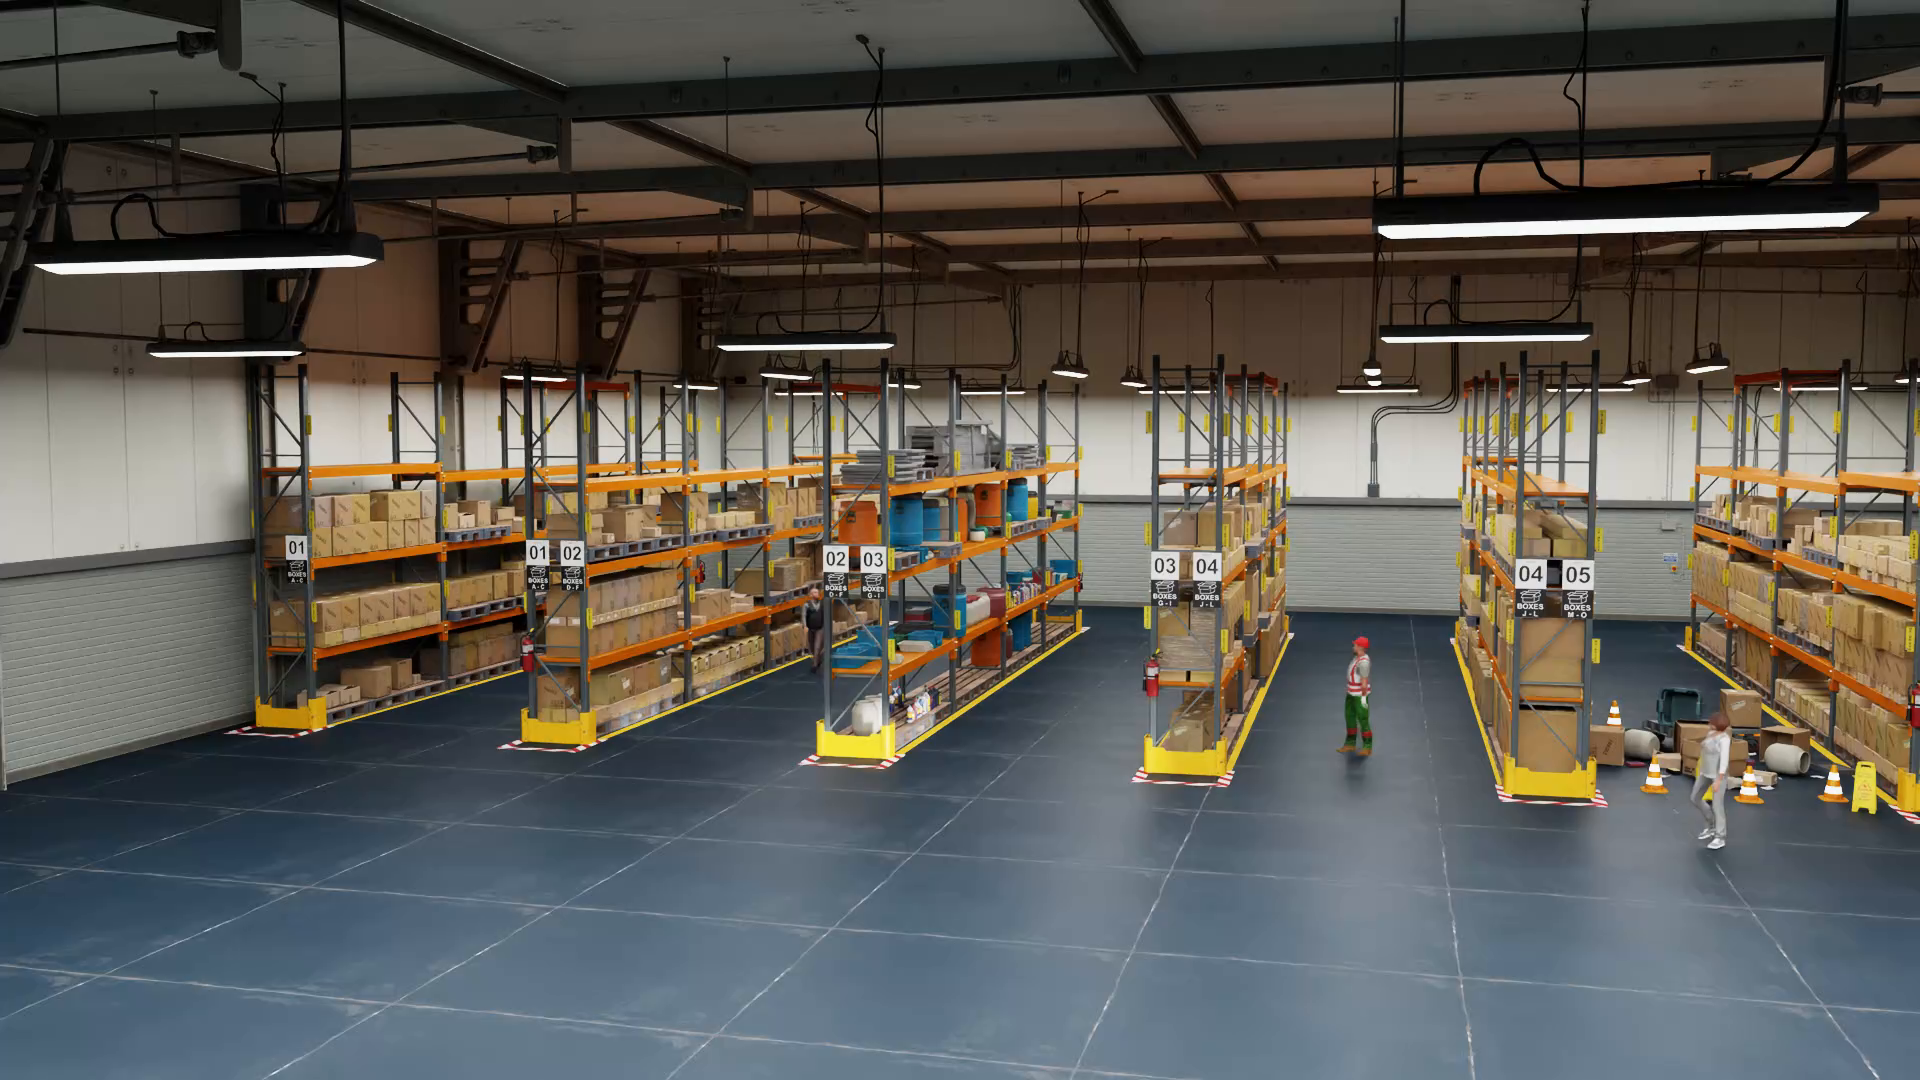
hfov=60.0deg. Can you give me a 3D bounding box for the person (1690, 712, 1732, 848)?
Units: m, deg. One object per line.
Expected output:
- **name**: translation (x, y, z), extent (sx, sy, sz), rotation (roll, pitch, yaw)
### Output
- **person**: translation (8.975, 2.831, 19.800), extent (0.383, 1.601, 0.510), rotation (-1, 4, -14)

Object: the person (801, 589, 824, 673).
- **person**: translation (-2.942, 1.825, 33.584), extent (0.490, 1.673, 1.026), rotation (1, 4, 17)

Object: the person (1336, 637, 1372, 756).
- **person**: translation (6.006, 2.358, 25.272), extent (0.435, 1.811, 0.743), rotation (-1, 4, -11)
